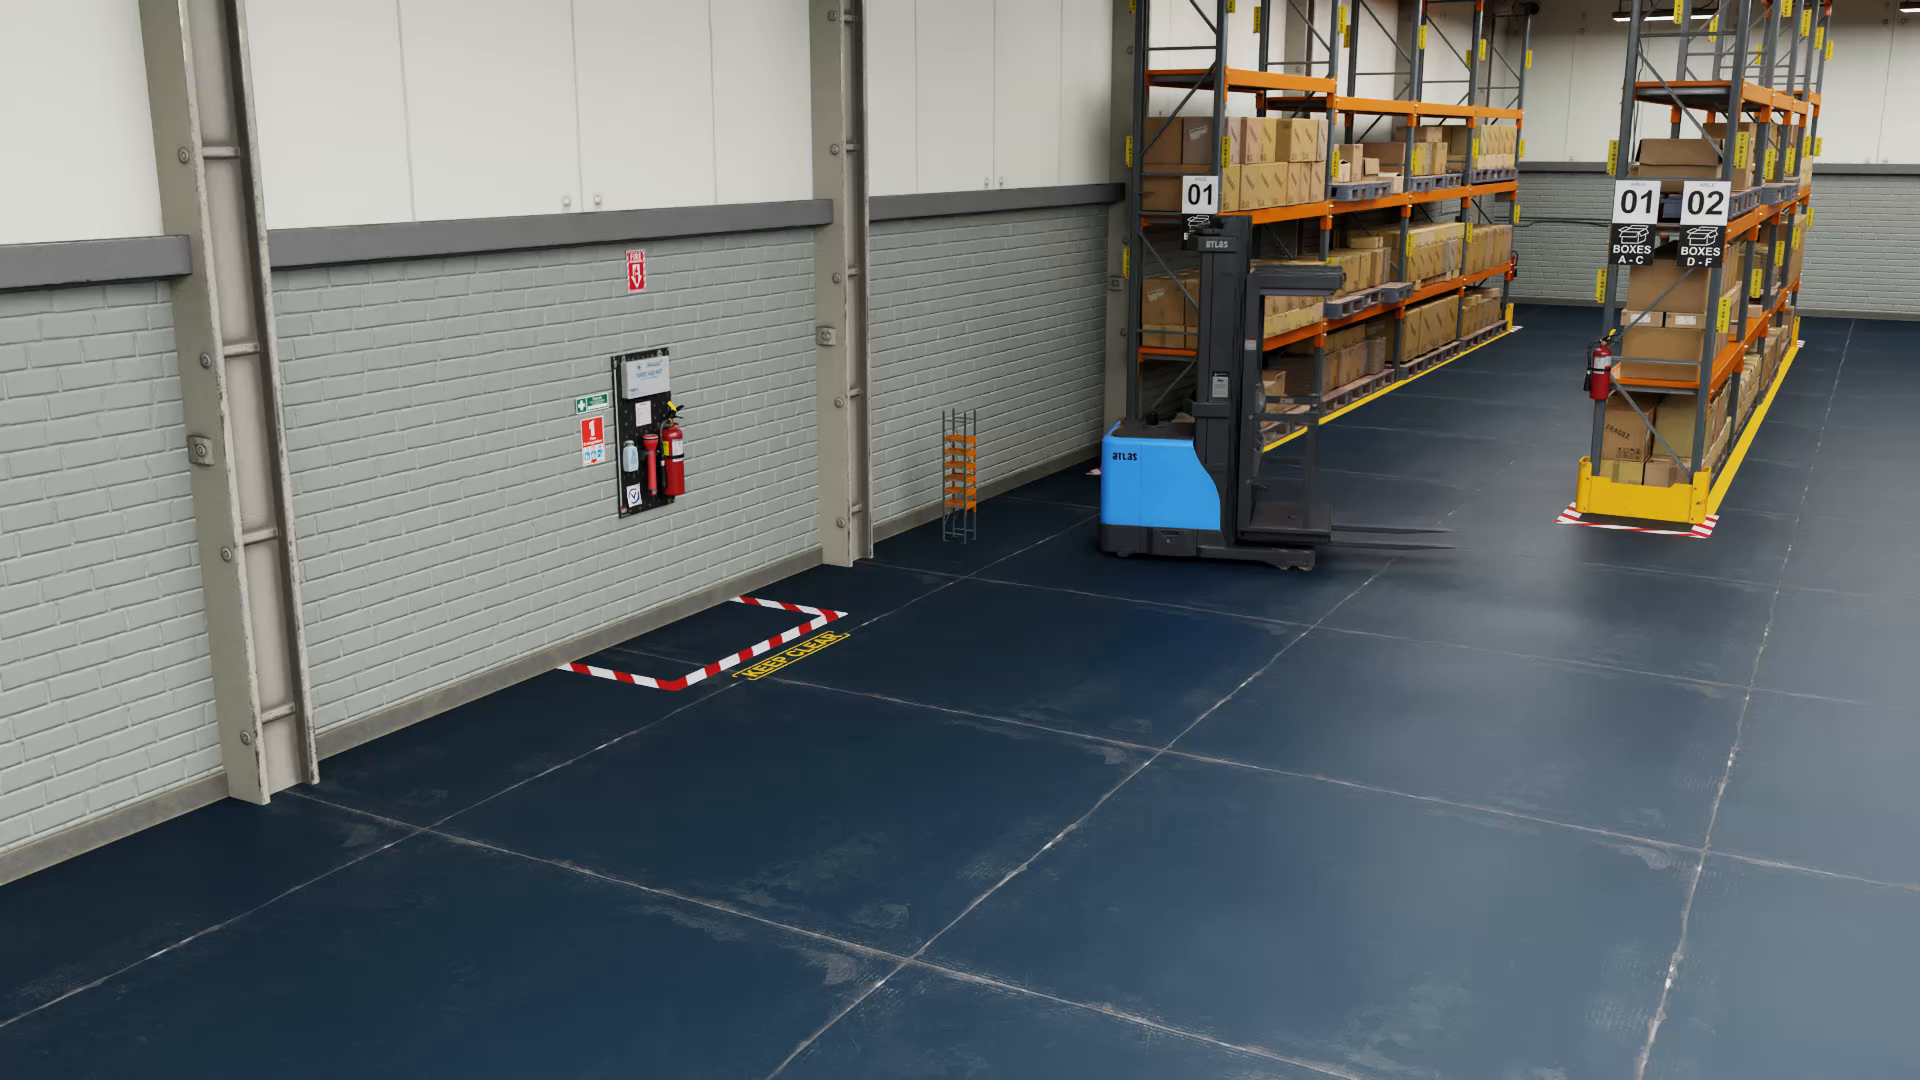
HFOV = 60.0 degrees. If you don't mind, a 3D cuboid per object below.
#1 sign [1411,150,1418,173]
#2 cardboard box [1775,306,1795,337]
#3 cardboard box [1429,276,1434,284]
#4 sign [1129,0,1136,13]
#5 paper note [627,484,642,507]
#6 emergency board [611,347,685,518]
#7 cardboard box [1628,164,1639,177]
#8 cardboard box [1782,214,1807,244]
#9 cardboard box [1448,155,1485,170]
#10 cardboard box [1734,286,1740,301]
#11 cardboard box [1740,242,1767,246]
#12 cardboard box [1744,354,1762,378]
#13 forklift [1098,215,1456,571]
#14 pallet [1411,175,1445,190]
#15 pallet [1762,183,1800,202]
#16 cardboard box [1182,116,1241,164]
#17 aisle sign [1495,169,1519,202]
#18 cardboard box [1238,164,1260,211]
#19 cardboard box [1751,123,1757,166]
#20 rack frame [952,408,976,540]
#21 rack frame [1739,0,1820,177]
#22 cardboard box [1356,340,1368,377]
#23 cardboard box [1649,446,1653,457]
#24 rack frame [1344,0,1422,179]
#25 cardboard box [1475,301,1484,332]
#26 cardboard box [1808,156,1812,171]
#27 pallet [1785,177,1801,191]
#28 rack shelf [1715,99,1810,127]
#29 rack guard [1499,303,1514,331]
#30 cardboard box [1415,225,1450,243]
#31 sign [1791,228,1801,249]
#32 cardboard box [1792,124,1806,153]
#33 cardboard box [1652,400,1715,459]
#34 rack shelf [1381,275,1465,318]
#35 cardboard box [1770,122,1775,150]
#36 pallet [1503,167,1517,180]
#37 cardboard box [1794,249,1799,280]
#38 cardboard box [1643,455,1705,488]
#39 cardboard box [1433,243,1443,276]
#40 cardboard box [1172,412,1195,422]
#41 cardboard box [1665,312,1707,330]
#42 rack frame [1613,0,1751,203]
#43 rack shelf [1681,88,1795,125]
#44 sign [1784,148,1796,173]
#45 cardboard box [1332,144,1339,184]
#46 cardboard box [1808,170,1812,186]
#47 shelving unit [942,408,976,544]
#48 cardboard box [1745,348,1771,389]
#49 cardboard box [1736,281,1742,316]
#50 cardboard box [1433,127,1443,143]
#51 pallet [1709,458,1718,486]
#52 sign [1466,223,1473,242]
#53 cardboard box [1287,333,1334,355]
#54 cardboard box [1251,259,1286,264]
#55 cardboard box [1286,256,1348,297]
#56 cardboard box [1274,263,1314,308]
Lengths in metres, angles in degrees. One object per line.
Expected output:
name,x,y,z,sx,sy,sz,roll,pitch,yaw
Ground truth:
sign,6.672,-5.562,24.417,0.100,0.325,0.005,7,15,28
cardboard box,14.356,-3.854,29.232,0.500,0.500,0.500,7,15,28
cardboard box,7.425,-4.212,26.815,0.380,0.149,0.250,8,16,30
sign,1.854,-5.787,17.724,0.100,0.325,0.005,7,15,28
paper note,-2.363,-0.324,12.073,0.016,0.148,0.142,7,15,28
emergency board,-2.217,-0.781,12.088,0.194,1.169,0.643,7,15,28
cardboard box,6.994,-3.636,16.657,0.500,0.250,0.500,7,15,28
cardboard box,14.429,-5.407,28.932,0.500,0.500,0.500,7,15,28
cardboard box,8.696,-6.485,28.559,0.500,0.250,0.500,7,15,28
cardboard box,8.658,-2.817,18.937,0.380,0.149,0.250,7,15,28
cardboard box,12.045,-4.355,25.806,0.700,0.500,0.500,2,14,9
cardboard box,10.498,-2.358,22.406,0.500,0.311,0.500,8,16,30
forklift,2.787,-1.301,14.394,3.031,2.935,1.130,3,14,12
pallet,7.001,-5.648,26.282,1.003,0.211,1.213,8,16,31
pallet,10.286,-4.571,21.812,1.213,0.211,1.003,8,16,31
cardboard box,2.729,-4.327,18.008,0.500,0.500,0.500,6,15,24
aisle sign,10.363,-6.800,31.509,0.394,0.787,0.004,7,15,28
cardboard box,3.002,-3.936,18.519,0.500,0.500,0.500,9,16,32
cardboard box,9.190,-4.729,19.887,0.500,0.500,0.500,9,16,33
rack frame,0.037,-0.599,15.175,0.240,1.200,0.006,7,15,28
rack frame,12.470,-7.091,25.462,1.000,3.000,0.127,7,15,28
cardboard box,5.545,-2.667,24.306,0.700,0.500,0.500,7,15,28
cardboard box,6.900,-0.827,17.252,0.500,0.250,0.500,7,15,28
rack frame,6.198,-6.831,24.382,1.000,3.000,0.127,7,15,28
cardboard box,9.079,-4.073,30.183,0.700,0.500,0.500,8,16,29
cardboard box,14.137,-6.386,28.193,0.500,0.250,0.500,7,15,28
pallet,12.093,-5.415,25.313,1.213,0.211,1.003,7,15,28
rack shelf,11.503,-6.136,23.891,1.077,0.370,4.000,7,15,28
rack guard,10.077,-4.345,32.207,1.175,0.500,0.348,7,15,28
cardboard box,7.627,-4.969,26.970,0.500,0.250,0.500,8,16,29
sign,12.957,-4.675,25.771,0.100,0.325,0.005,7,15,28
cardboard box,13.037,-6.358,26.475,0.700,0.500,0.500,7,15,28
cardboard box,7.363,-1.132,16.916,0.500,0.500,0.500,7,15,28
rack shelf,7.165,-3.975,26.872,1.077,0.370,4.000,7,15,28
cardboard box,10.999,-5.540,23.082,0.500,0.500,0.500,7,15,28
pallet,9.716,-6.817,30.916,1.003,0.211,1.213,7,15,28
cardboard box,13.688,-4.609,27.754,0.500,0.500,0.500,7,15,27
cardboard box,7.123,-0.665,16.577,0.500,0.250,0.500,7,15,28
cardboard box,7.404,-4.504,26.639,0.500,0.500,0.500,8,16,30
cardboard box,2.744,-1.311,19.087,0.500,0.311,0.500,6,15,22
cardboard box,7.047,-2.132,16.098,0.380,0.149,0.250,7,15,28
rack frame,6.669,-4.629,15.249,1.000,3.000,0.127,7,15,28
rack shelf,9.569,-5.316,20.487,1.077,0.370,4.000,7,15,28
sign,11.018,-5.037,22.071,0.100,0.325,0.005,7,15,28
cardboard box,4.598,-4.908,21.697,0.500,0.500,0.500,10,17,36
cardboard box,14.386,-6.245,28.674,0.500,0.250,0.500,7,15,28
shelving unit,-0.007,-0.580,15.097,0.258,1.200,0.189,7,15,28
cardboard box,11.006,-2.413,23.255,0.500,0.500,0.500,8,16,30
cardboard box,9.739,-3.056,21.313,0.500,0.500,0.500,6,15,25
cardboard box,7.591,-6.654,27.299,0.500,0.250,0.500,9,16,32
pallet,7.592,-0.768,17.984,1.003,0.211,1.213,7,15,28
sign,8.611,-5.200,28.116,0.100,0.325,0.005,7,15,28
cardboard box,4.815,-2.700,22.845,0.500,0.250,0.500,7,15,27
cardboard box,3.854,-3.322,21.307,0.500,0.500,0.500,7,15,27
cardboard box,4.816,-3.570,22.507,0.700,0.500,0.500,9,16,34
cardboard box,4.070,-3.160,20.634,0.500,0.500,0.500,7,15,28
